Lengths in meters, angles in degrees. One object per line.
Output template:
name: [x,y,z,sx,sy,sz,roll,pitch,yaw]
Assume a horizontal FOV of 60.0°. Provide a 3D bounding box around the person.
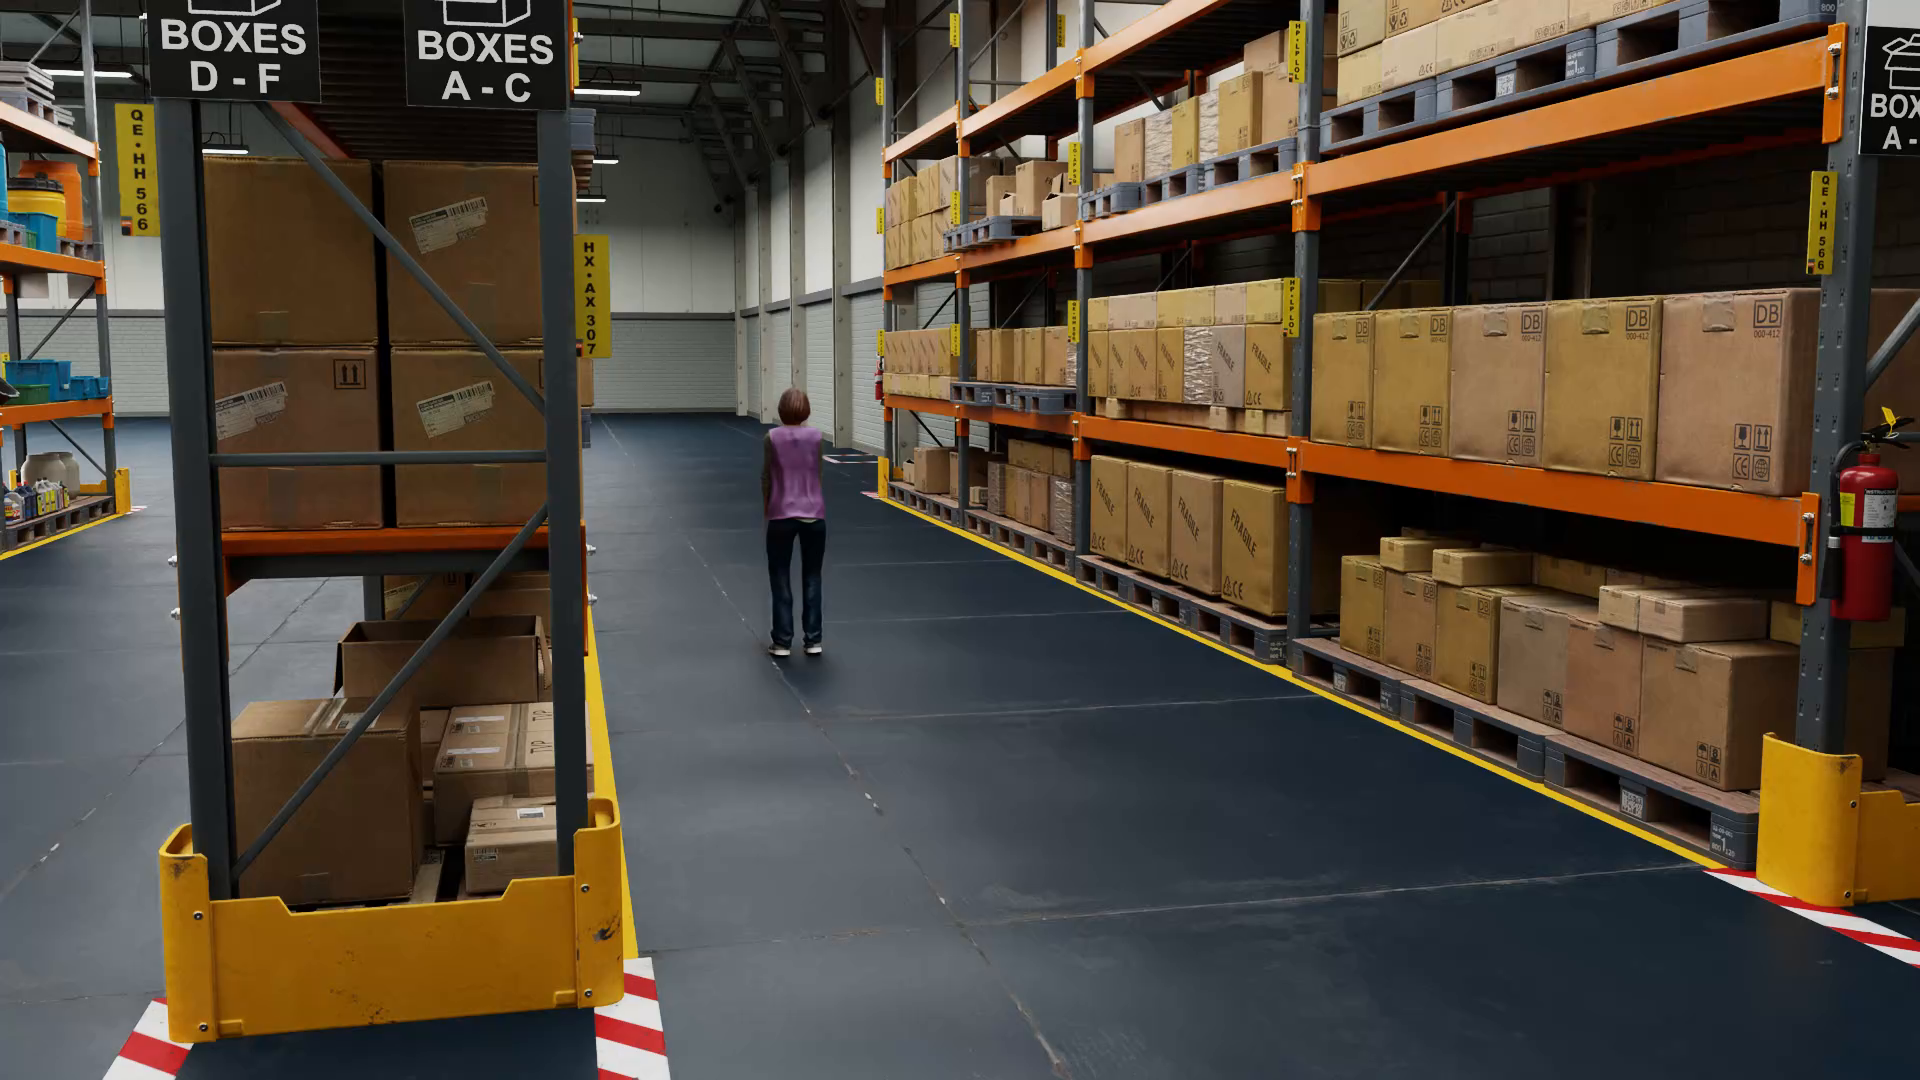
person: [-0.986,-0.101,9.839,0.483,1.581,0.347,-2,7,-17]
